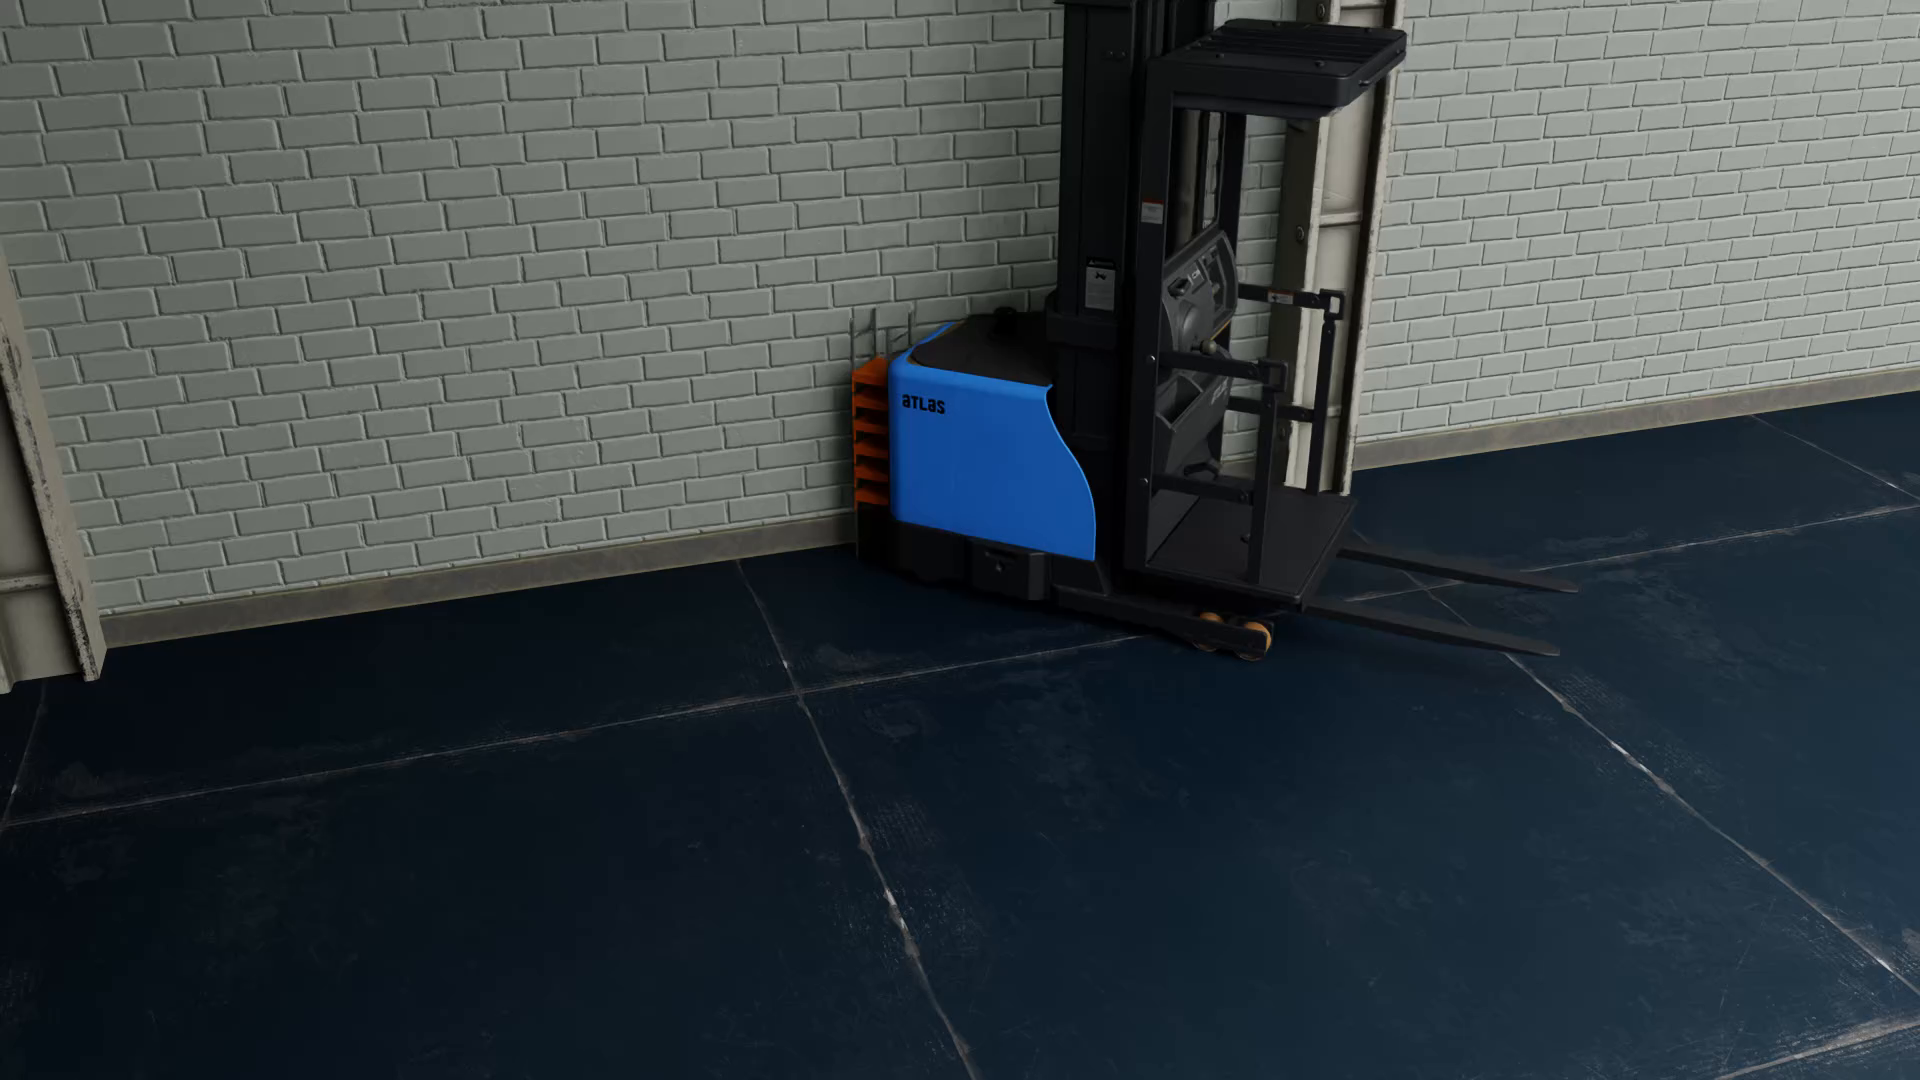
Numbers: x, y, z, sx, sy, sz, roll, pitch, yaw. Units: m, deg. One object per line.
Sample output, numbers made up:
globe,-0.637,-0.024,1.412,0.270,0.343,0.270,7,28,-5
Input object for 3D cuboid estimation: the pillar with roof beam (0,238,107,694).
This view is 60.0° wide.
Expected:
pillar with roof beam,-2.560,-1.656,1.467,0.400,9.000,9.100,-8,28,-16

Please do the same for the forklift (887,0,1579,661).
forklift,1.218,-1.059,7.087,3.031,2.935,1.130,12,29,22

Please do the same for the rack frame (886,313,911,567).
rack frame,-0.282,-0.458,7.819,0.006,1.200,0.240,12,28,22

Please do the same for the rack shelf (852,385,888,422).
rack shelf,-0.363,-0.652,7.770,0.180,0.103,0.258,12,28,22

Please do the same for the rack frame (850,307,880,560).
rack frame,-0.447,-0.493,7.889,0.006,1.200,0.240,12,28,22

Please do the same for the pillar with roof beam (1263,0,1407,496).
pillar with roof beam,3.145,-2.483,3.131,0.400,9.000,9.100,-8,28,-16

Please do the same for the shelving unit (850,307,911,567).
shelving unit,-0.365,-0.476,7.854,0.189,1.200,0.258,12,28,22

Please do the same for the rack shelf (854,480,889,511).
rack shelf,-0.366,-0.219,7.977,0.180,0.103,0.258,12,28,22

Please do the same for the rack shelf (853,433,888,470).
rack shelf,-0.365,-0.436,7.874,0.180,0.103,0.258,12,28,22

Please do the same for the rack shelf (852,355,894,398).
rack shelf,-0.363,-0.760,7.718,0.180,0.103,0.258,12,28,22

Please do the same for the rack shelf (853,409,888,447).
rack shelf,-0.364,-0.544,7.822,0.180,0.103,0.258,12,28,22

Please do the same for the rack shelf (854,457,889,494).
rack shelf,-0.366,-0.328,7.926,0.180,0.103,0.258,12,28,22
